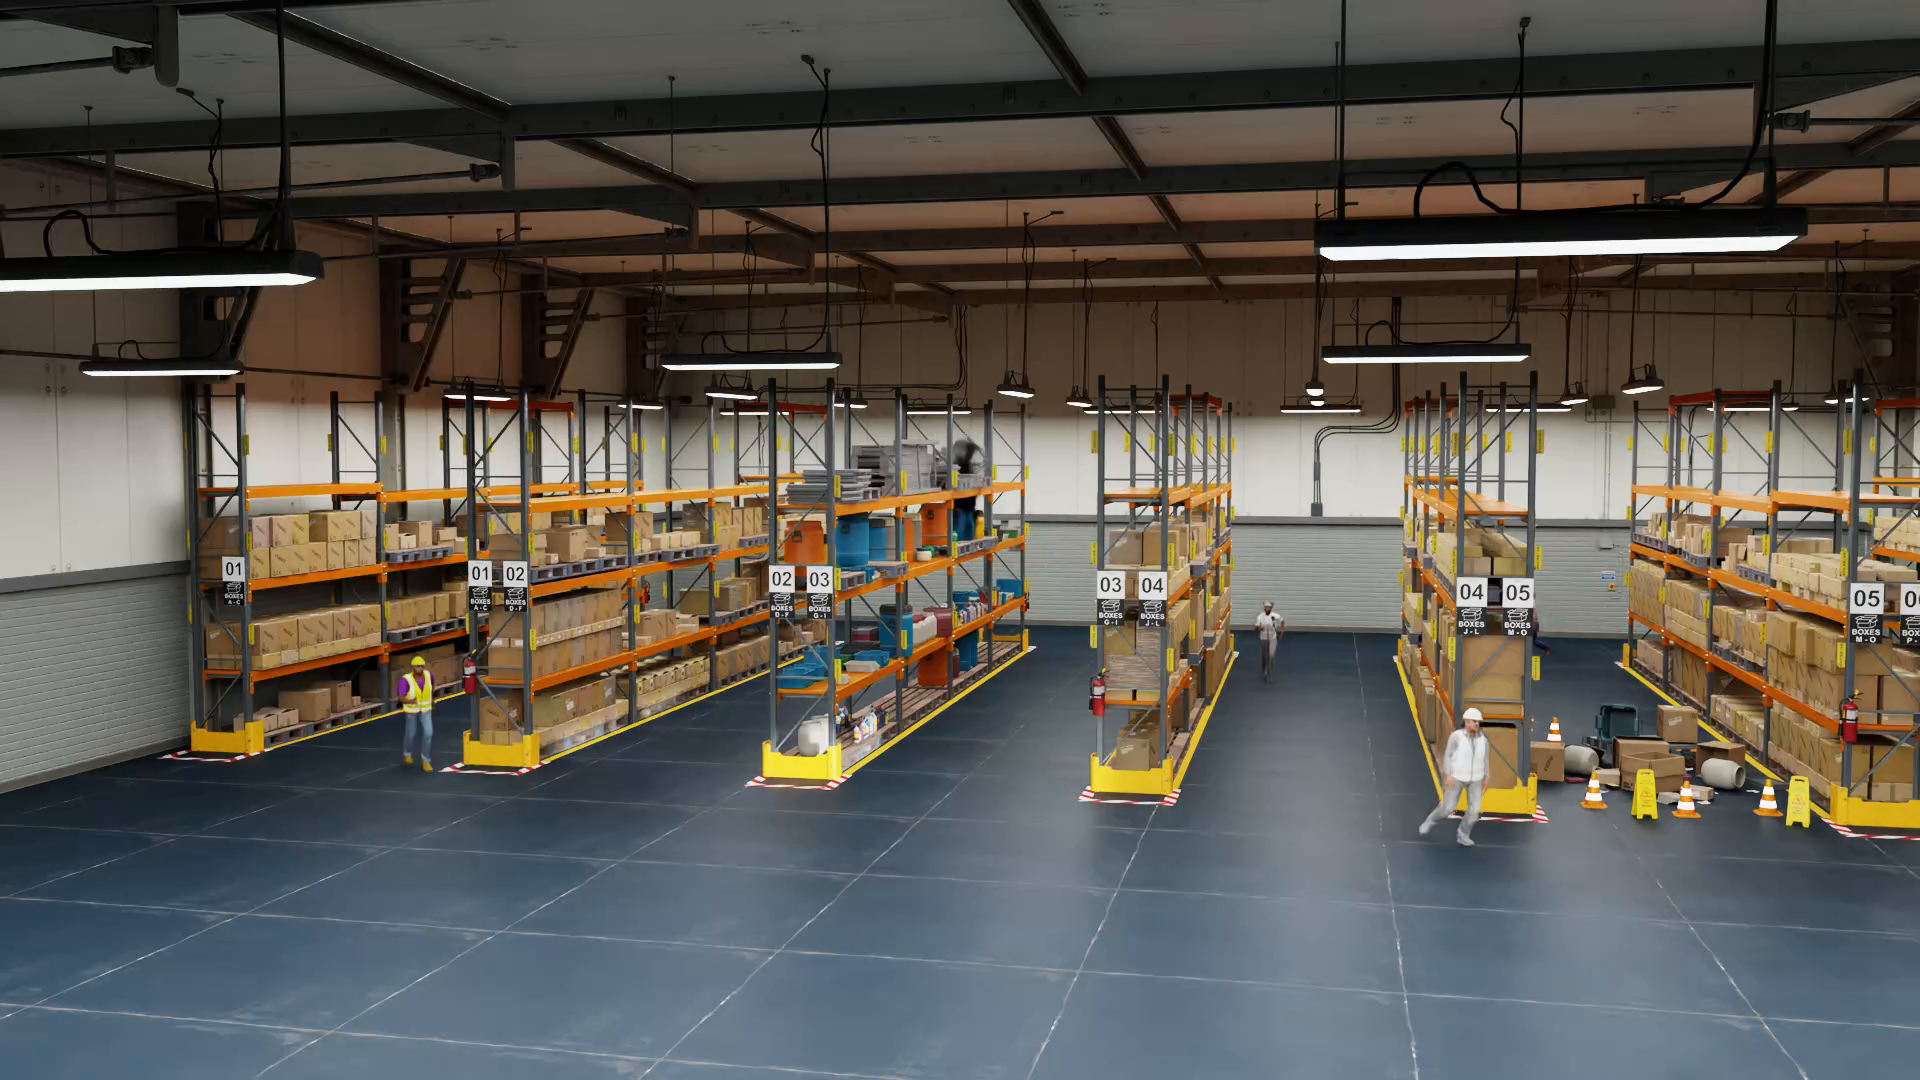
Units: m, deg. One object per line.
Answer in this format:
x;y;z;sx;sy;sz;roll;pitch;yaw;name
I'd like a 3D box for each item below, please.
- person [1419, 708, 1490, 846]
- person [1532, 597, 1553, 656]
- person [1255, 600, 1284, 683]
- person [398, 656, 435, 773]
6.218;2.943;20.833;0.807;1.711;0.583;0;3;-6;person
13.477;1.991;38.974;0.832;1.574;0.533;1;3;18;person
6.580;2.139;35.350;0.596;1.742;0.895;1;3;18;person
-8.329;2.670;25.532;0.645;1.796;1.028;-2;4;-35;person
